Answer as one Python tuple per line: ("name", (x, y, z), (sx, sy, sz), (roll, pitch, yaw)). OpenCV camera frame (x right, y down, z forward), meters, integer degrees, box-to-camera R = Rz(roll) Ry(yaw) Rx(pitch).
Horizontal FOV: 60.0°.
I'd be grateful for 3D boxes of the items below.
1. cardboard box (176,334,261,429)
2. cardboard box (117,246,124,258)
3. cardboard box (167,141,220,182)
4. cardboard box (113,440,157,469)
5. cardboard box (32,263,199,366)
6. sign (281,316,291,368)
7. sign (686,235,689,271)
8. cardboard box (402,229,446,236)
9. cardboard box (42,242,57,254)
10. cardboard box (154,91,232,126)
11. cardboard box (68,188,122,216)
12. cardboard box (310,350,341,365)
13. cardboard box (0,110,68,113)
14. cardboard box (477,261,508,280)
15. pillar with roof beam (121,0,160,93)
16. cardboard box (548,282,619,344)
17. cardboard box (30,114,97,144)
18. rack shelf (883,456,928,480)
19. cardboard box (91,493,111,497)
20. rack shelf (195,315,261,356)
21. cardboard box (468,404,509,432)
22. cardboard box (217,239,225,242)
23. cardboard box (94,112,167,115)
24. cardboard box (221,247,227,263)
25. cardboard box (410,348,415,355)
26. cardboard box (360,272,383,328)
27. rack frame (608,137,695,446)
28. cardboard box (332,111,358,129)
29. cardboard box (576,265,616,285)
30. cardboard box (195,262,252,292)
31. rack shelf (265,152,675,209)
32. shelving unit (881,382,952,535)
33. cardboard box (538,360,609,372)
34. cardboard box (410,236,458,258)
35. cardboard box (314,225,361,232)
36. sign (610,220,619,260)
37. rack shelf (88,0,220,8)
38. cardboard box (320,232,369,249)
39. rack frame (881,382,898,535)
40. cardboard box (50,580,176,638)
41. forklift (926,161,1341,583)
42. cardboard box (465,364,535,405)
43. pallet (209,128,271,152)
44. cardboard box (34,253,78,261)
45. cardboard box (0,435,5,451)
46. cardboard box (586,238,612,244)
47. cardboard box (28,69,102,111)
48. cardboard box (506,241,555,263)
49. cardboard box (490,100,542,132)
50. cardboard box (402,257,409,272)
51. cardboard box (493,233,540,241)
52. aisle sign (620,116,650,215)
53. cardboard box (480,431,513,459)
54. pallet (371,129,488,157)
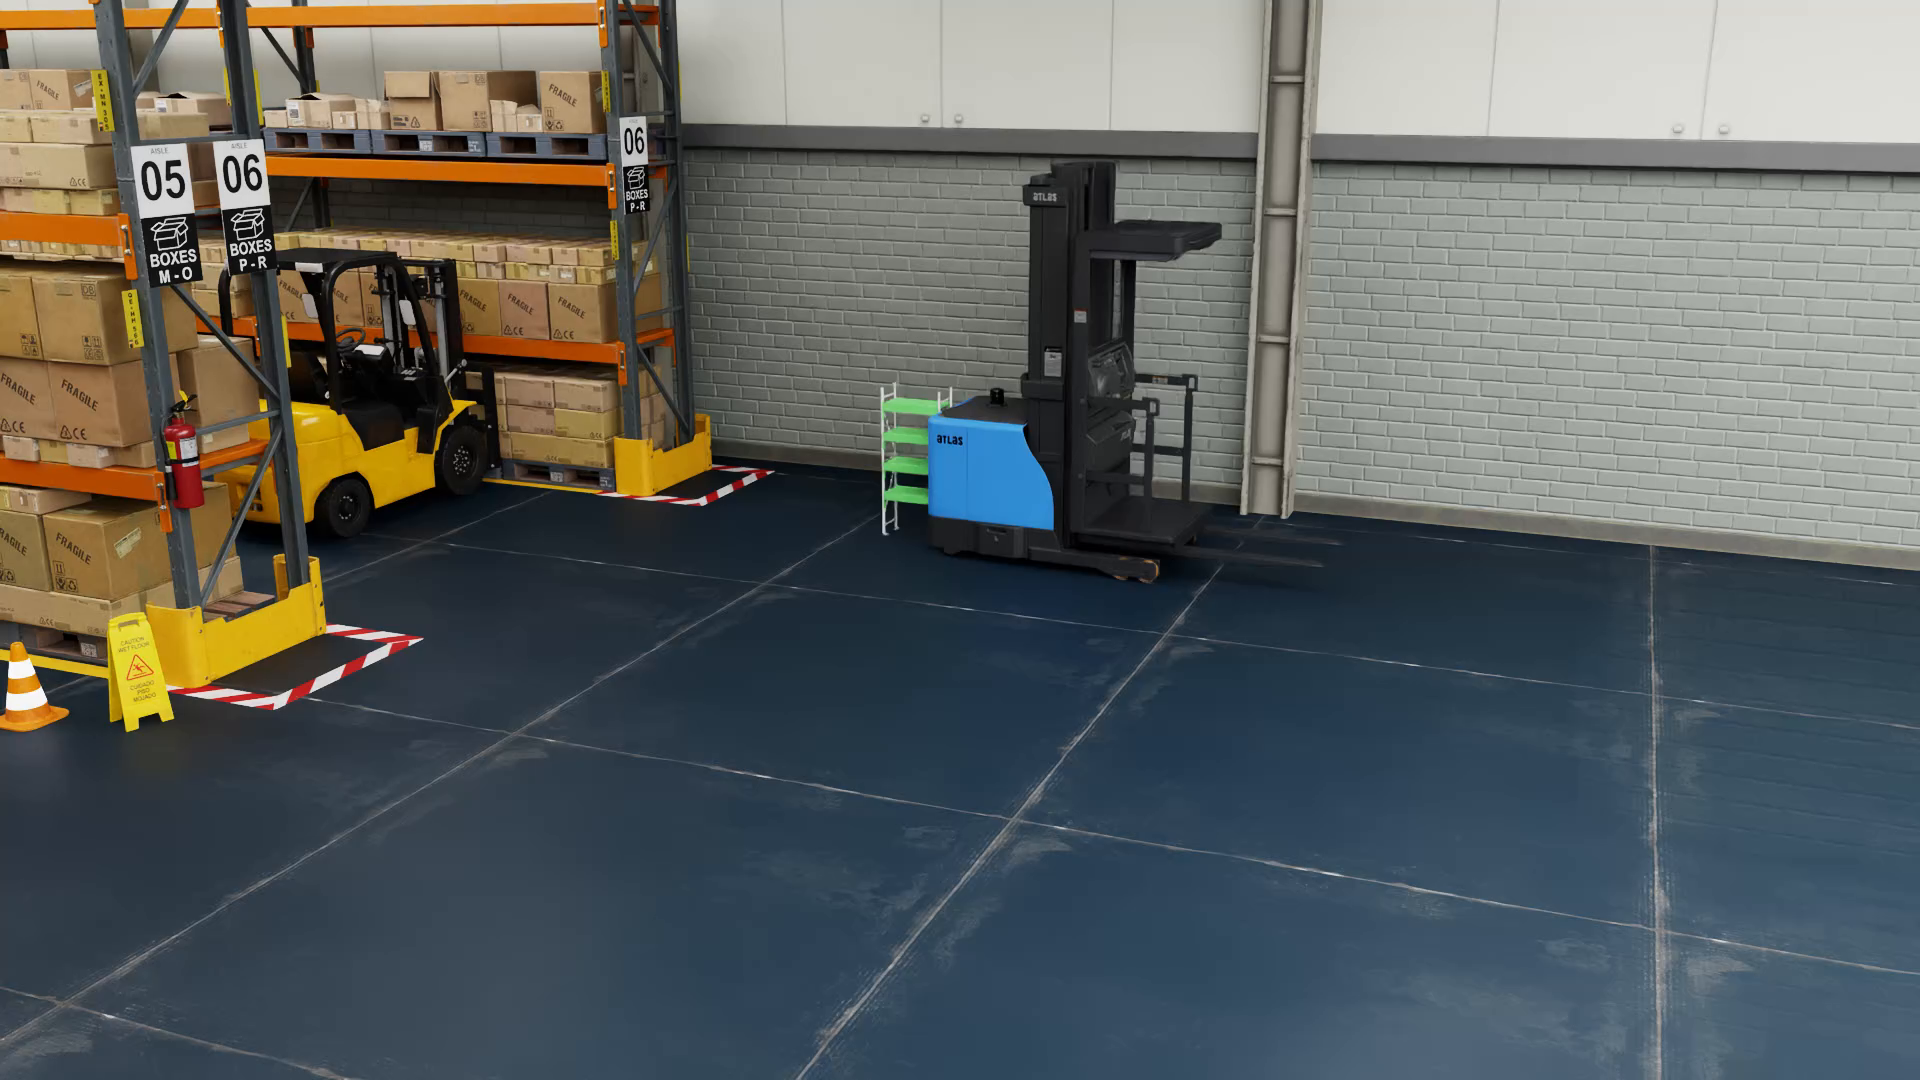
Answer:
("cardboard box", (-4.840, -1.008, 10.553), (0.500, 0.500, 0.500), (6, 17, 20))
("cardboard box", (-8.004, -2.854, 16.280), (0.250, 0.149, 0.380), (6, 17, 21))
("cardboard box", (-4.872, -2.329, 10.170), (0.500, 0.250, 0.500), (6, 17, 20))
("cardboard box", (-4.928, -0.559, 10.169), (0.250, 0.149, 0.380), (7, 18, 22))
("cardboard box", (-5.057, -1.364, 9.984), (0.500, 0.500, 0.700), (6, 17, 19))
("sign", (-4.303, -1.253, 10.558), (0.005, 0.325, 0.100), (6, 17, 21))
("sign", (-2.475, -2.582, 14.991), (0.005, 0.325, 0.100), (6, 17, 21))
("cardboard box", (-5.038, -2.841, 15.702), (0.250, 0.149, 0.380), (6, 17, 20))
("cardboard box", (-8.948, -2.965, 16.665), (0.250, 0.149, 0.380), (6, 17, 21))
("cardboard box", (-7.167, -4.052, 15.598), (0.500, 0.311, 0.500), (6, 17, 19))
("cardboard box", (-4.936, -1.981, 9.686), (0.250, 0.149, 0.380), (6, 17, 21))
("cardboard box", (-6.070, -1.624, 15.774), (0.500, 0.250, 0.500), (6, 17, 20))
("cardboard box", (-5.892, -2.646, 10.546), (0.250, 0.149, 0.380), (7, 18, 22))
("cardboard box", (-4.069, -2.411, 14.756), (0.250, 0.149, 0.380), (6, 17, 19))
("pillar with roof beam", (-10.162, -4.668, 13.112), (0.400, 9.000, 9.100), (6, 17, 21))
("cardboard box", (-3.238, -2.015, 14.554), (0.500, 0.500, 0.500), (6, 17, 19))
("cardboard box", (-5.150, -2.394, 9.680), (0.250, 0.149, 0.380), (7, 17, 22))
("rack shelf", (-0.339, -0.555, 13.163), (0.480, 0.148, 0.258), (7, 18, 23))
("cardboard box", (-5.661, -0.147, 11.133), (0.500, 0.500, 0.500), (6, 17, 19))
("rack shelf", (-8.265, -2.253, 16.844), (4.000, 0.370, 1.077), (6, 17, 21))
("cardboard box", (-4.202, -1.176, 15.126), (0.500, 0.250, 0.500), (6, 17, 19))
("cardboard box", (-7.115, -2.912, 16.480), (0.250, 0.149, 0.380), (6, 17, 20))
("cardboard box", (-4.998, -2.511, 10.082), (0.250, 0.149, 0.380), (6, 17, 20))
("cardboard box", (-6.804, -2.731, 15.857), (0.250, 0.149, 0.380), (7, 18, 23))
("cardboard box", (-5.399, -1.707, 16.059), (0.500, 0.250, 0.500), (6, 17, 20))
("cardboard box", (-5.126, -2.228, 15.289), (0.500, 0.500, 0.500), (6, 17, 20))
("rack frame", (-2.684, -1.985, 14.629), (0.127, 3.000, 1.000), (6, 17, 21))
("cardboard box", (-5.384, -3.760, 14.883), (0.250, 0.149, 0.380), (7, 18, 22))
("cardboard box", (-3.109, -2.307, 14.397), (0.250, 0.149, 0.380), (7, 17, 21))
("cardboard box", (-6.955, -2.546, 15.935), (0.500, 0.250, 0.500), (6, 17, 19))
("rack shelf", (-4.544, -3.284, 15.016), (4.000, 0.370, 1.077), (6, 17, 21))
("shelving unit", (-0.339, -0.616, 13.145), (0.503, 1.200, 0.258), (7, 18, 23))
("cardboard box", (-3.528, -1.494, 15.326), (0.500, 0.250, 0.500), (6, 17, 21))
("cardboard box", (-4.751, -2.654, 15.061), (0.250, 0.149, 0.380), (6, 17, 21))
("cardboard box", (-5.997, -2.942, 16.051), (0.250, 0.149, 0.380), (6, 17, 21))
("sign", (-2.896, -2.515, 13.955), (0.005, 0.325, 0.100), (6, 17, 21))
("rack shelf", (-6.362, -3.435, 10.163), (4.000, 0.370, 1.077), (6, 17, 21))
("cardboard box", (-5.700, -2.760, 15.422), (0.250, 0.149, 0.380), (6, 17, 20))
("rack frame", (-0.563, -0.644, 13.239), (0.015, 1.200, 0.240), (7, 18, 23))
("cardboard box", (-5.375, 0.407, 10.571), (0.500, 0.250, 0.500), (6, 17, 20))
("forklift", (1.306, -1.262, 12.265), (3.031, 2.935, 1.130), (7, 18, 23))
("cardboard box", (-4.177, -1.412, 15.042), (0.500, 0.250, 0.500), (7, 17, 21))
("pallet", (-7.230, -3.829, 15.947), (1.217, 0.209, 0.805), (6, 17, 18))
("cardboard box", (-8.857, -2.752, 16.647), (0.500, 0.250, 0.500), (6, 17, 19))
("cardboard box", (-5.872, -0.669, 10.549), (0.250, 0.149, 0.380), (7, 17, 21))
("cardboard box", (-3.142, -2.620, 14.942), (0.250, 0.149, 0.380), (7, 18, 23))
("cardboard box", (-8.595, -4.300, 16.112), (0.500, 0.500, 0.500), (7, 17, 22))
("cardboard box", (-3.793, -2.551, 14.703), (0.250, 0.149, 0.380), (6, 17, 21))
("cardboard box", (-3.802, -3.642, 14.268), (0.258, 0.266, 0.396), (6, 17, 21))
("cardboard box", (-5.025, -2.514, 15.110), (0.250, 0.149, 0.380), (6, 17, 19))
("cardboard box", (-4.087, -2.738, 15.347), (0.250, 0.149, 0.380), (6, 17, 19))
("aisle sign", (-2.730, -3.150, 13.981), (0.004, 0.787, 0.394), (6, 17, 21))
("cardboard box", (-4.158, -0.939, 15.206), (0.500, 0.250, 0.500), (6, 17, 21))
("pallet", (-4.471, -3.586, 14.924), (1.213, 0.211, 1.003), (6, 17, 21))
